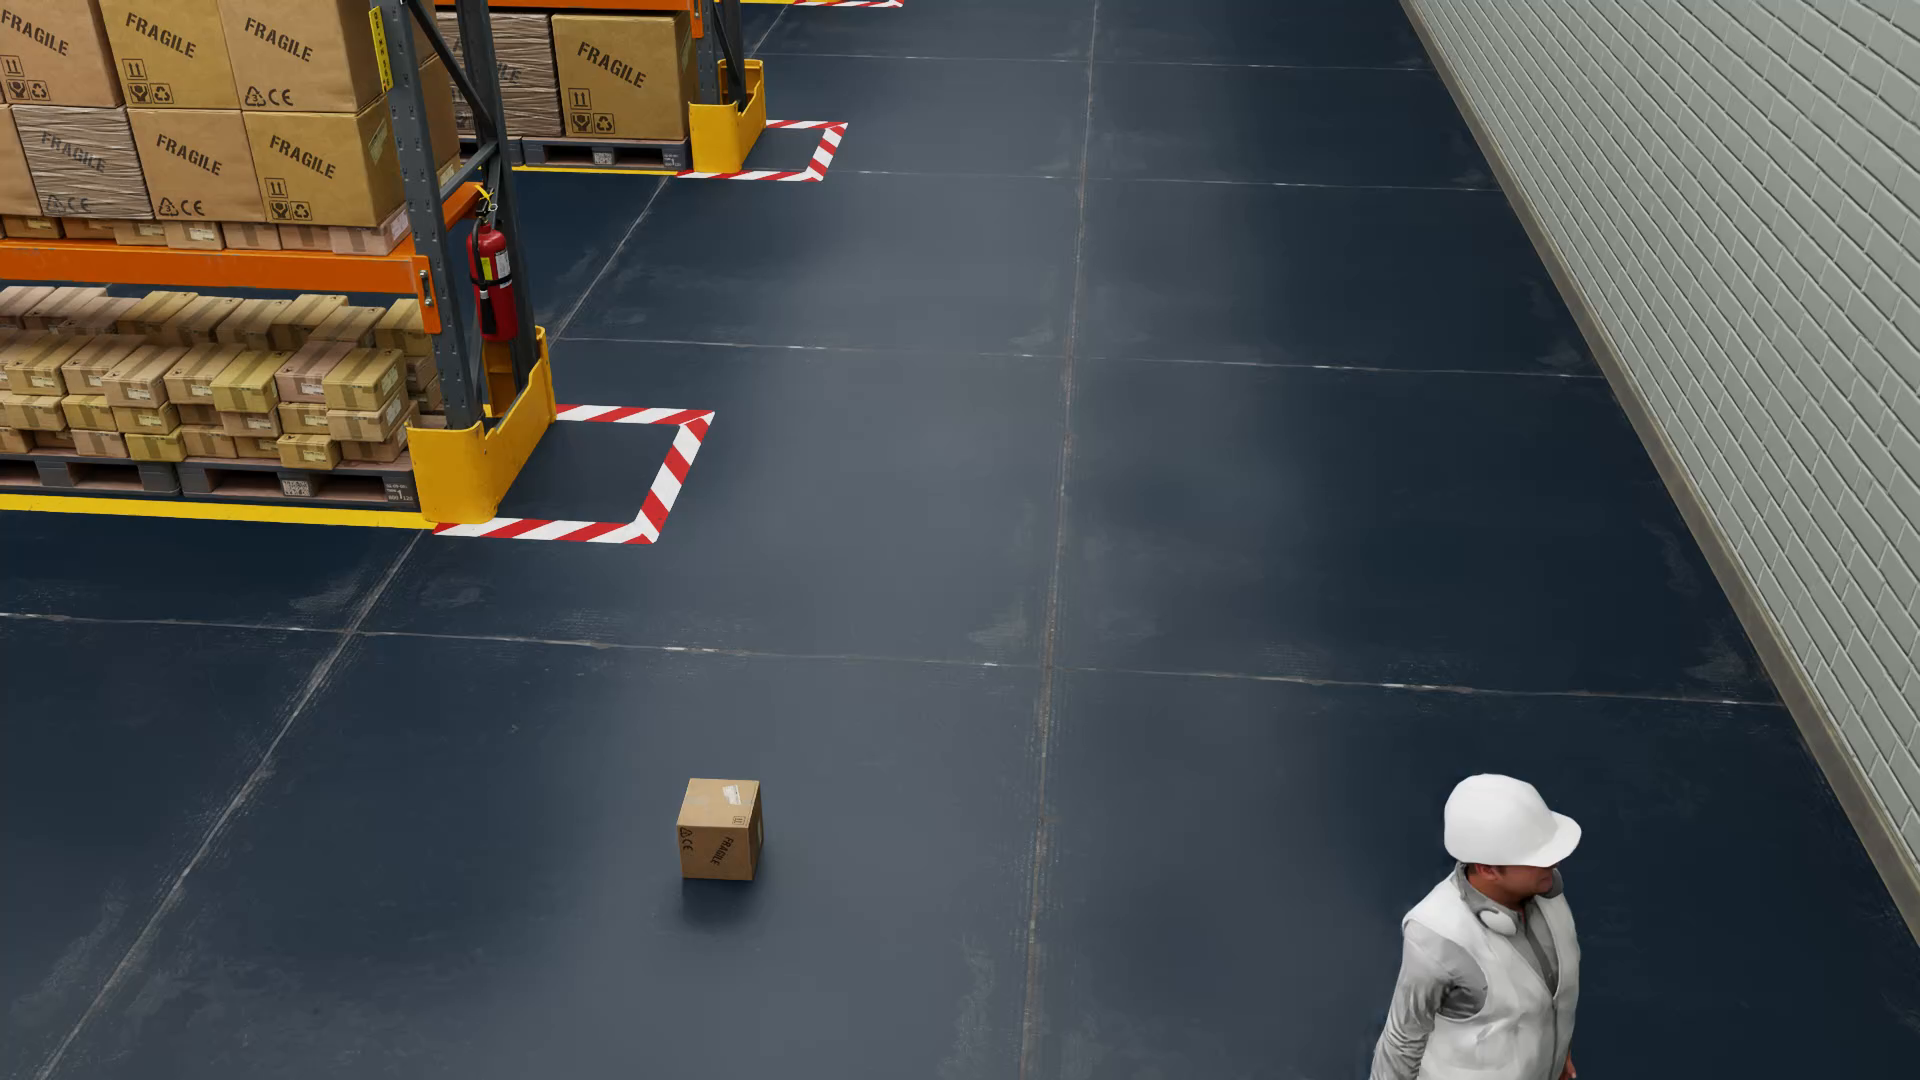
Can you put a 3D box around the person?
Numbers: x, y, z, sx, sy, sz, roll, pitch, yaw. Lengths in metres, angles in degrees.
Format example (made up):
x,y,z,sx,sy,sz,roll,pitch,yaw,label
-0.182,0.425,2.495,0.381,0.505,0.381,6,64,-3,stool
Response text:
x,y,z,sx,sy,sz,roll,pitch,yaw,label
1.247,1.262,4.074,0.934,1.734,0.543,26,40,35,person
